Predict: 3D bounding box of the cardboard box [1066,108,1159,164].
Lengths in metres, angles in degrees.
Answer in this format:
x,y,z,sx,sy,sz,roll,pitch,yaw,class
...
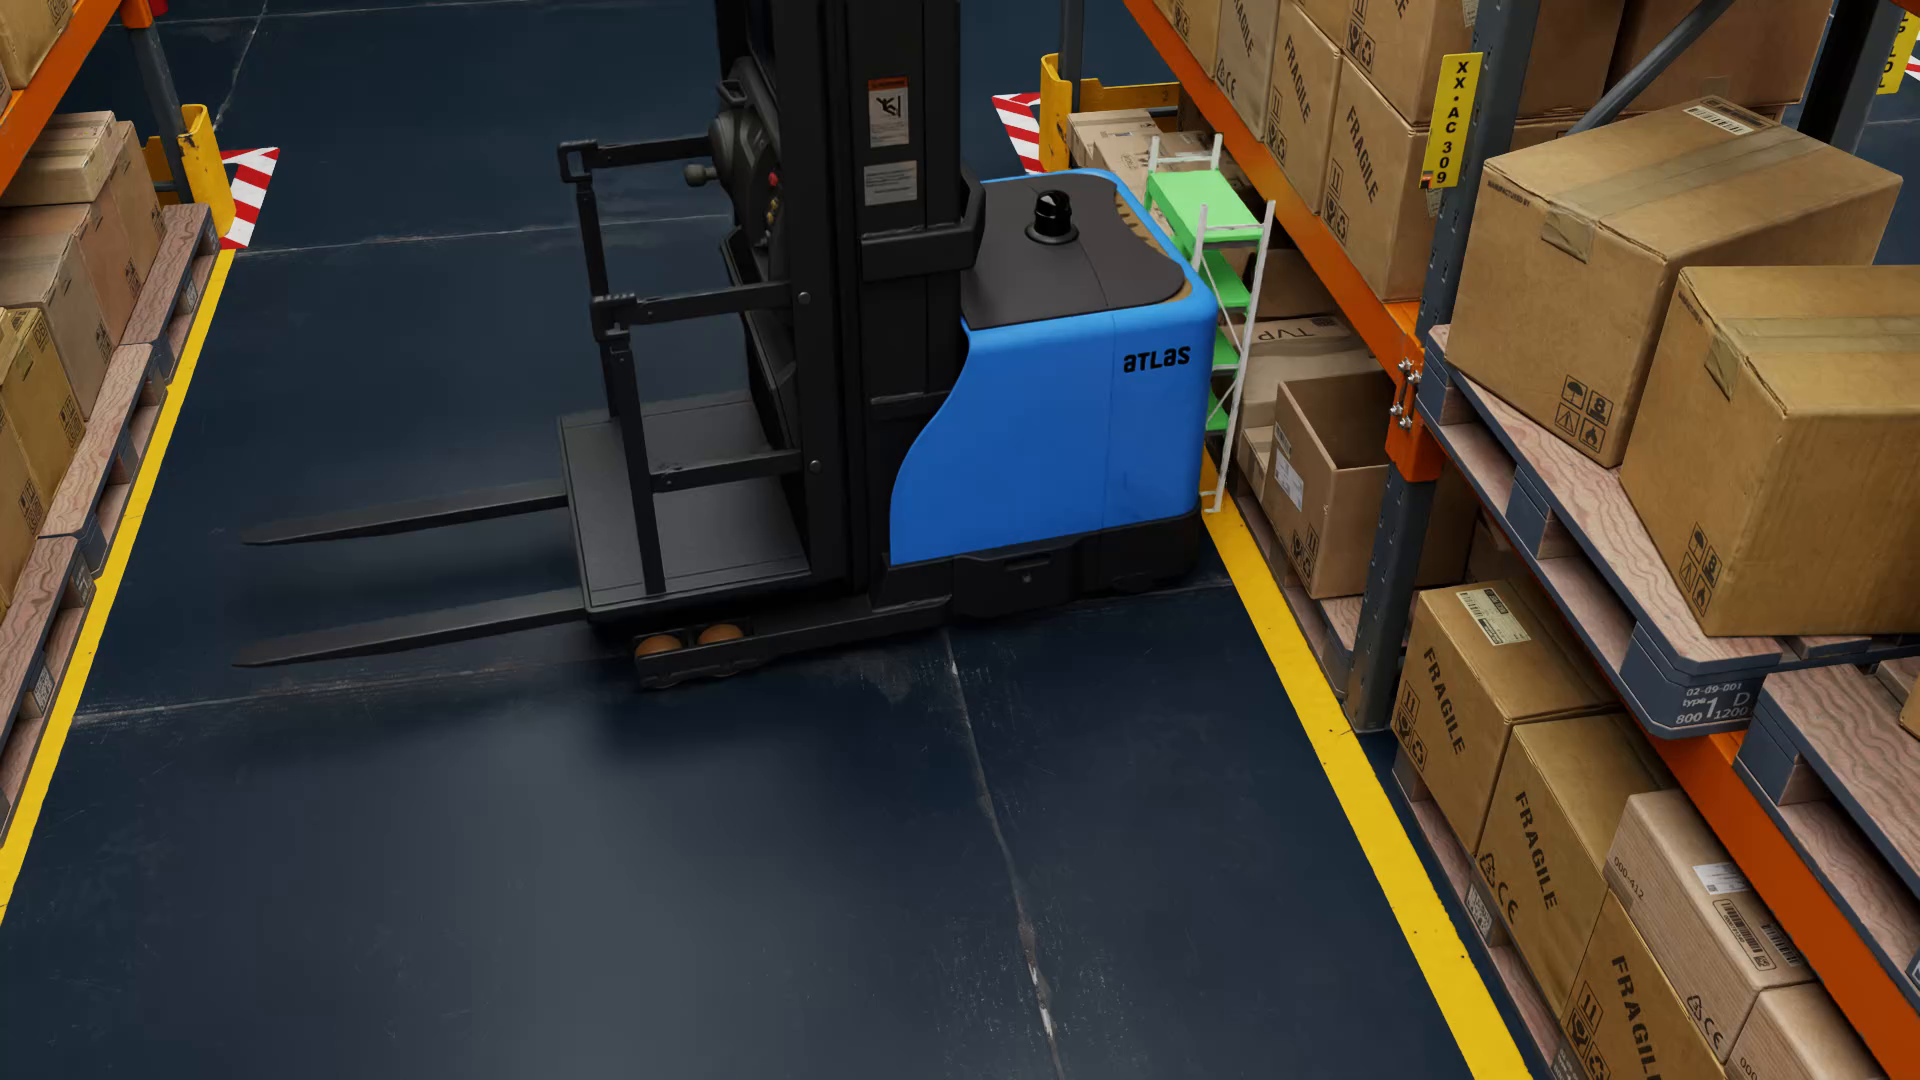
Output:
x,y,z,sx,sy,sz,roll,pitch,yaw,class
0.703,-1.860,7.665,0.380,0.149,0.250,-6,38,-8,cardboard box

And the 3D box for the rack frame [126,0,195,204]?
x,y,z,sx,sy,sz,roll,pitch,yaw,class
-3.909,-2.567,6.609,1.000,3.000,0.127,-6,38,-8,rack frame

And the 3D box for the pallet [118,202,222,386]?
x,y,z,sx,sy,sz,roll,pitch,yaw,class
-3.692,-0.991,6.854,1.003,0.211,1.213,-6,38,-8,pallet

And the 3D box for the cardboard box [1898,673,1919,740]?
x,y,z,sx,sy,sz,roll,pitch,yaw,class
2.039,0.169,2.664,0.700,0.500,0.500,-16,41,-19,cardboard box

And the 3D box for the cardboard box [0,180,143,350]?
x,y,z,sx,sy,sz,roll,pitch,yaw,class
-3.600,-1.032,6.328,0.700,0.500,0.500,-6,38,-8,cardboard box

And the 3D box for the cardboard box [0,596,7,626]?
x,y,z,sx,sy,sz,roll,pitch,yaw,class
-3.238,0.208,4.733,0.700,0.500,0.500,-6,38,-7,cardboard box

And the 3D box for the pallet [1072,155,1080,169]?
x,y,z,sx,sy,sz,roll,pitch,yaw,class
1.122,-1.473,7.475,1.003,0.211,1.213,-6,38,-8,pallet

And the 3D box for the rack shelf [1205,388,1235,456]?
x,y,z,sx,sy,sz,roll,pitch,yaw,class
0.761,-0.474,5.864,0.258,0.148,0.480,-6,39,-12,rack shelf

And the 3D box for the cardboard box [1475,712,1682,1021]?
x,y,z,sx,sy,sz,roll,pitch,yaw,class
1.618,0.767,3.997,0.500,0.500,0.500,-6,38,-7,cardboard box

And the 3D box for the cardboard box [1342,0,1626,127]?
x,y,z,sx,sy,sz,roll,pitch,yaw,class
1.325,-1.398,4.208,0.500,0.500,0.500,-6,38,-8,cardboard box

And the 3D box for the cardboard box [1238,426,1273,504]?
x,y,z,sx,sy,sz,roll,pitch,yaw,class
1.165,-0.268,5.615,0.380,0.149,0.250,-6,38,-8,cardboard box

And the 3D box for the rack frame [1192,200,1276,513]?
x,y,z,sx,sy,sz,roll,pitch,yaw,class
0.829,-0.566,5.492,0.240,1.200,0.015,-6,39,-12,rack frame

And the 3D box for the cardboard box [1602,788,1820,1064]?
x,y,z,sx,sy,sz,roll,pitch,yaw,class
1.689,0.754,3.403,0.500,0.250,0.500,-6,38,-8,cardboard box

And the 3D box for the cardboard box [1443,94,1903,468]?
x,y,z,sx,sy,sz,roll,pitch,yaw,class
1.532,-0.581,3.629,0.700,0.500,0.500,-19,42,-23,cardboard box

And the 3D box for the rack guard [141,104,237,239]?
x,y,z,sx,sy,sz,roll,pitch,yaw,class
-3.913,-1.594,7.395,1.175,0.500,0.348,-6,38,-8,rack guard

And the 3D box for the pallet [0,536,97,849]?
x,y,z,sx,sy,sz,roll,pitch,yaw,class
-3.264,0.482,4.957,1.003,0.211,1.213,-6,38,-8,pallet

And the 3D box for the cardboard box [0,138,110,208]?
x,y,z,sx,sy,sz,roll,pitch,yaw,class
-3.440,-1.378,6.245,0.380,0.149,0.250,-5,38,-7,cardboard box

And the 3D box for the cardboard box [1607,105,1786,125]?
x,y,z,sx,sy,sz,roll,pitch,yaw,class
1.848,-1.063,4.591,0.500,0.500,0.500,-5,38,-7,cardboard box

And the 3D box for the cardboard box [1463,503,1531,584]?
x,y,z,sx,sy,sz,roll,pitch,yaw,class
1.808,-0.075,5.234,0.500,0.311,0.500,-6,38,-8,cardboard box

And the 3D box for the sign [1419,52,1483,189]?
x,y,z,sx,sy,sz,roll,pitch,yaw,class
1.136,-0.965,3.841,0.100,0.325,0.005,-6,38,-8,sign

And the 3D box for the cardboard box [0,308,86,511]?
x,y,z,sx,sy,sz,roll,pitch,yaw,class
-3.410,-0.407,5.523,0.700,0.500,0.500,-5,38,-7,cardboard box

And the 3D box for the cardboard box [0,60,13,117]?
x,y,z,sx,sy,sz,roll,pitch,yaw,class
-3.546,-1.479,4.964,0.980,0.700,0.700,-8,39,-10,cardboard box

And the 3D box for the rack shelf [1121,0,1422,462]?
x,y,z,sx,sy,sz,roll,pitch,yaw,class
1.318,-1.610,5.964,1.077,0.370,4.000,-6,38,-8,rack shelf

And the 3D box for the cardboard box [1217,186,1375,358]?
x,y,z,sx,sy,sz,roll,pitch,yaw,class
1.334,-1.008,6.279,0.797,0.503,0.637,-6,38,-8,cardboard box

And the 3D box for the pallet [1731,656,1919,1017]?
x,y,z,sx,sy,sz,roll,pitch,yaw,class
2.025,0.632,2.649,1.003,0.211,1.213,-6,38,-8,pallet

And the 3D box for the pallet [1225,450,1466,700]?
x,y,z,sx,sy,sz,roll,pitch,yaw,class
1.549,0.000,5.578,1.003,0.211,1.213,-6,38,-8,pallet

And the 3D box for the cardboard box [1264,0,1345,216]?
x,y,z,sx,sy,sz,roll,pitch,yaw,class
1.237,-1.311,4.911,0.500,0.500,0.500,-5,38,-7,cardboard box

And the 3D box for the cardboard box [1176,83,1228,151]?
x,y,z,sx,sy,sz,roll,pitch,yaw,class
1.305,-1.987,7.541,0.500,0.500,0.500,-6,38,-8,cardboard box

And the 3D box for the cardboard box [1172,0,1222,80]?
x,y,z,sx,sy,sz,roll,pitch,yaw,class
1.053,-1.929,5.706,0.500,0.500,0.500,-6,38,-7,cardboard box

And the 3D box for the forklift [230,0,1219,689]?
x,y,z,sx,sy,sz,roll,pitch,yaw,class
-0.788,-1.059,4.724,3.031,2.935,1.130,-10,39,-12,forklift

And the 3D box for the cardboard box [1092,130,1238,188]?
x,y,z,sx,sy,sz,roll,pitch,yaw,class
0.871,-1.529,7.156,0.500,0.250,0.500,-6,38,-8,cardboard box

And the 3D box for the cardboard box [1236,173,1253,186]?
x,y,z,sx,sy,sz,roll,pitch,yaw,class
1.442,-1.311,6.875,0.500,0.250,0.500,-6,38,-8,cardboard box

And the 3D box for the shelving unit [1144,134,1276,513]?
x,y,z,sx,sy,sz,roll,pitch,yaw,class
0.776,-0.714,5.678,0.258,1.200,0.503,-6,39,-12,shelving unit

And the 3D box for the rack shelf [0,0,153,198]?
x,y,z,sx,sy,sz,roll,pitch,yaw,class
-3.558,-1.075,5.275,1.077,0.370,4.000,-6,38,-8,rack shelf

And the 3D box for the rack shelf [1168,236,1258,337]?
x,y,z,sx,sy,sz,roll,pitch,yaw,class
0.785,-0.853,5.570,0.258,0.148,0.480,-6,39,-12,rack shelf

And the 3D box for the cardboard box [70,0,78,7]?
x,y,z,sx,sy,sz,roll,pitch,yaw,class
-3.810,-2.379,6.122,0.980,0.700,0.700,-5,38,-6,cardboard box
